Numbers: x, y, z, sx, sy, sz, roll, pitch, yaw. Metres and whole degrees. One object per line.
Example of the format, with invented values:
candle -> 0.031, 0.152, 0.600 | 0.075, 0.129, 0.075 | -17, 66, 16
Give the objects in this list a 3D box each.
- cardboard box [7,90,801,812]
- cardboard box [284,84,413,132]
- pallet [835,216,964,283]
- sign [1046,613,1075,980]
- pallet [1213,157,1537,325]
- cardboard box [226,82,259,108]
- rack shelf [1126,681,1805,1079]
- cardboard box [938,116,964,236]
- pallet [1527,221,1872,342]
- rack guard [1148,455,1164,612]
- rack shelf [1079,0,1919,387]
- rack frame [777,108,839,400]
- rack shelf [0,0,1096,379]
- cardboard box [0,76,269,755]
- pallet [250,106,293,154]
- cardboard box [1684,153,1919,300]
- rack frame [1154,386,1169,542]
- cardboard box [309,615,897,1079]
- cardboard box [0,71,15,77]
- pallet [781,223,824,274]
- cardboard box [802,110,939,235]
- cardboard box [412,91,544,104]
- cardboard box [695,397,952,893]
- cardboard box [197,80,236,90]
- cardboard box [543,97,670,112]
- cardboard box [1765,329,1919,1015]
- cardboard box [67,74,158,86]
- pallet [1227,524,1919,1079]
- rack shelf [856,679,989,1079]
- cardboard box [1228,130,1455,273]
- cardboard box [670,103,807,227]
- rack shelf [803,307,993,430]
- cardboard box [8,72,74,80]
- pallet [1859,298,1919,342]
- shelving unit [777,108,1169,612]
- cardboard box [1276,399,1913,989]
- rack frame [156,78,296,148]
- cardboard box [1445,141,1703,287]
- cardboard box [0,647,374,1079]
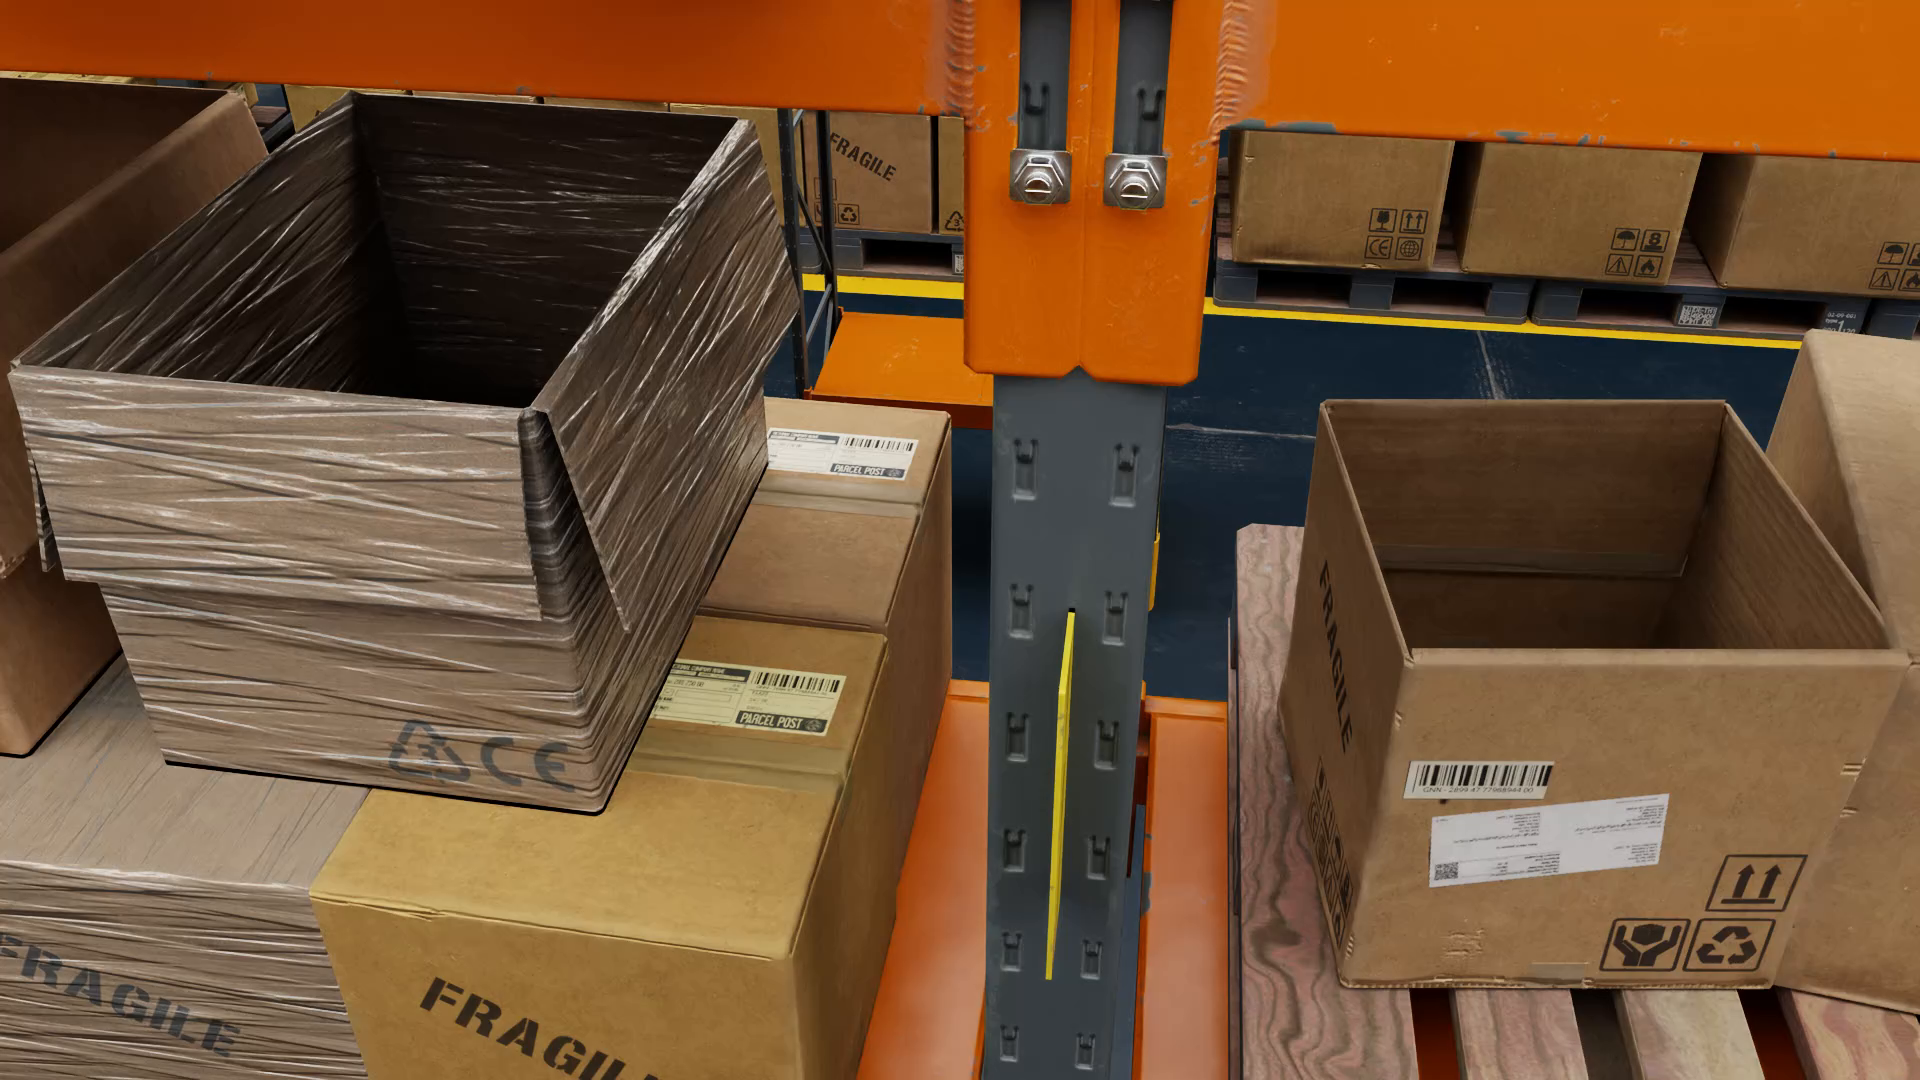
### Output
cardboard box -> -0.574, -0.145, 1.921 | 0.637, 0.503, 0.797 | 5, 36, 8
cardboard box -> -2.387, -1.724, 6.874 | 0.500, 0.500, 0.500 | 6, 36, 8
pallet -> 0.107, -1.406, 7.039 | 1.213, 0.211, 1.003 | 4, 36, 6
sign -> 0.082, 0.217, 1.368 | 0.005, 0.325, 0.100 | 4, 36, 6
pallet -> 1.654, -1.246, 6.814 | 1.213, 0.211, 1.003 | 4, 36, 6
cardboard box -> -3.406, -2.001, 7.564 | 0.250, 0.149, 0.380 | 3, 36, 4
rack shelf -> 2.133, 0.809, 2.154 | 4.000, 0.370, 1.077 | 4, 36, 6
cardboard box -> 0.195, -1.534, 6.608 | 0.500, 0.500, 0.500 | 4, 36, 6
pallet -> 2.860, -1.154, 6.685 | 1.213, 0.211, 1.003 | 4, 36, 6
rack guard -> 0.570, -0.059, 5.118 | 0.087, 0.250, 0.587 | 4, 36, 6
rack shelf -> 2.133, -0.412, 1.283 | 4.000, 0.370, 1.077 | 4, 36, 6
rack frame -> -0.420, -0.642, 4.858 | 0.032, 1.500, 0.500 | 4, 36, 6
rack shelf -> -1.834, -0.708, 1.697 | 4.000, 0.370, 1.077 | 4, 36, 6
cardboard box -> -1.220, -0.194, 1.991 | 0.637, 0.503, 0.797 | 5, 36, 7
pallet -> -3.757, -1.673, 7.412 | 1.213, 0.211, 1.003 | 4, 36, 6
cardboard box -> 3.265, -1.509, 6.358 | 0.750, 0.750, 1.050 | 4, 36, 6
rack frame -> 0.589, -0.567, 4.753 | 0.032, 1.500, 0.500 | 4, 36, 6
cardboard box -> -0.372, 0.433, 1.975 | 0.500, 0.500, 0.500 | 5, 36, 7
cardboard box -> -3.978, -1.918, 6.936 | 0.250, 0.149, 0.380 | 4, 36, 6
pallet -> -1.100, -1.498, 7.167 | 1.213, 0.211, 1.003 | 4, 36, 6
cardboard box -> -0.319, -1.575, 6.664 | 0.500, 0.500, 0.500 | 6, 36, 8
cardboard box -> -1.862, -1.686, 6.821 | 0.500, 0.500, 0.500 | 6, 36, 8
cardboard box -> -0.298, 0.134, 2.393 | 0.500, 0.500, 0.500 | 5, 36, 7
cardboard box -> -3.405, -2.121, 7.477 | 0.250, 0.149, 0.380 | 6, 36, 8
cardboard box -> -1.341, -1.655, 6.778 | 0.500, 0.500, 0.500 | 5, 36, 7
cardboard box -> 1.257, 0.157, 2.001 | 0.500, 0.500, 0.700 | 9, 37, 13
cardboard box -> -3.472, -1.908, 6.921 | 0.250, 0.149, 0.380 | 5, 36, 7
pallet -> 0.870, 0.437, 2.220 | 1.003, 0.211, 1.213 | 4, 36, 6
rack shelf -> -1.834, 0.513, 2.569 | 4.000, 0.370, 1.077 | 4, 36, 6
cardboard box -> 1.474, -1.641, 6.542 | 0.750, 0.750, 1.050 | 4, 36, 5
cardboard box -> -0.846, -1.604, 6.706 | 0.500, 0.500, 0.500 | 3, 36, 4
rack shelf -> 0.085, -0.458, 4.910 | 1.000, 0.185, 0.538 | 4, 36, 6
cardboard box -> -3.731, -1.904, 6.916 | 0.250, 0.149, 0.380 | 5, 36, 7
pallet -> 4.074, -1.065, 6.561 | 1.213, 0.211, 1.003 | 4, 36, 6
shelving unit -> 0.076, -0.605, 4.806 | 1.083, 1.500, 0.587 | 4, 36, 6
cardboard box -> 0.690, 0.173, 1.978 | 0.500, 0.500, 0.500 | 0, 36, 0
rack frame -> -3.086, -2.778, 6.561 | 0.127, 3.000, 1.000 | 4, 36, 6
cardboard box -> 2.342, -1.578, 6.454 | 0.750, 0.750, 1.050 | 5, 36, 7
cardboard box -> -0.865, 0.393, 2.031 | 0.500, 0.500, 0.500 | 4, 36, 6
